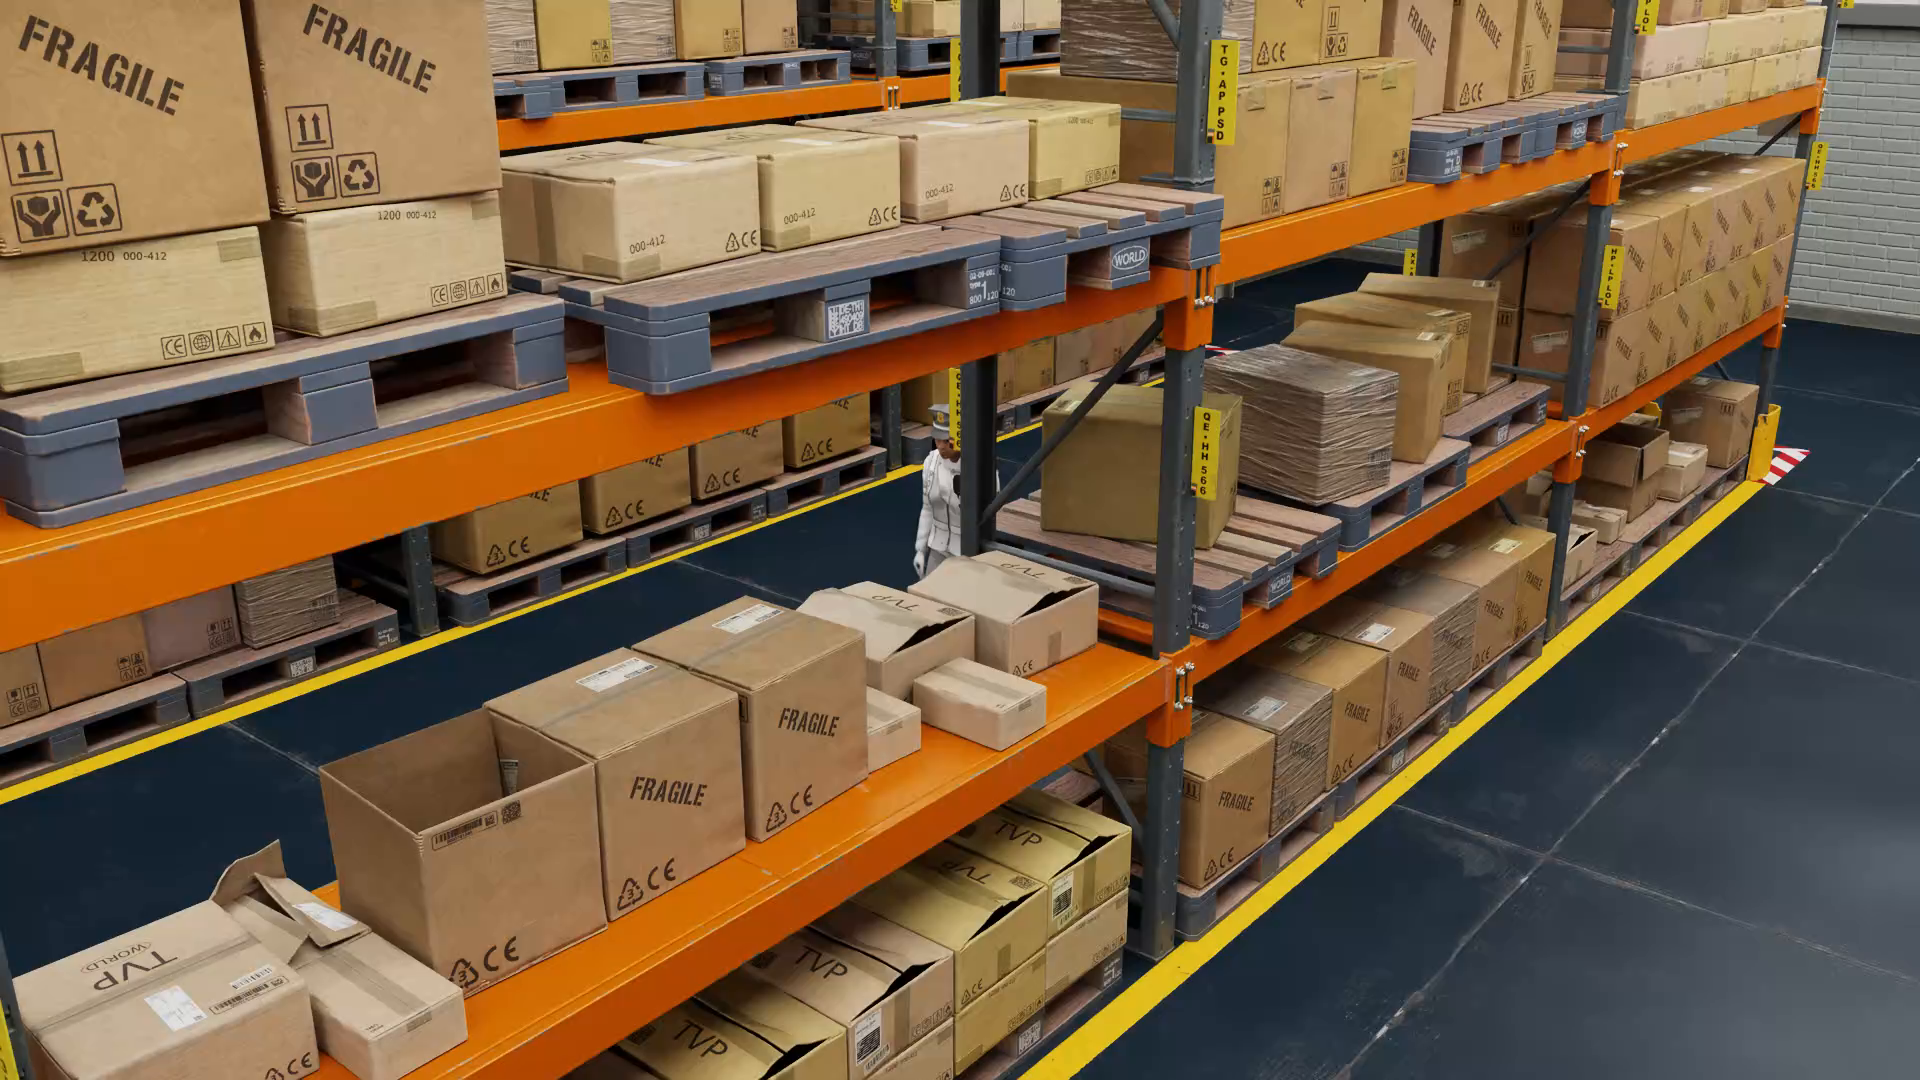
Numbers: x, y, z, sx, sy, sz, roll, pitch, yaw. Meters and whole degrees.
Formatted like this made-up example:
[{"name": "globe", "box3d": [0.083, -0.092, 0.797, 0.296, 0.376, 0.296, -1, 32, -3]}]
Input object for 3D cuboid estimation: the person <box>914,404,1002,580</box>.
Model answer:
[{"name": "person", "box3d": [-0.008, 0.116, 8.259, 0.527, 1.663, 0.376, 16, 26, 36]}]
